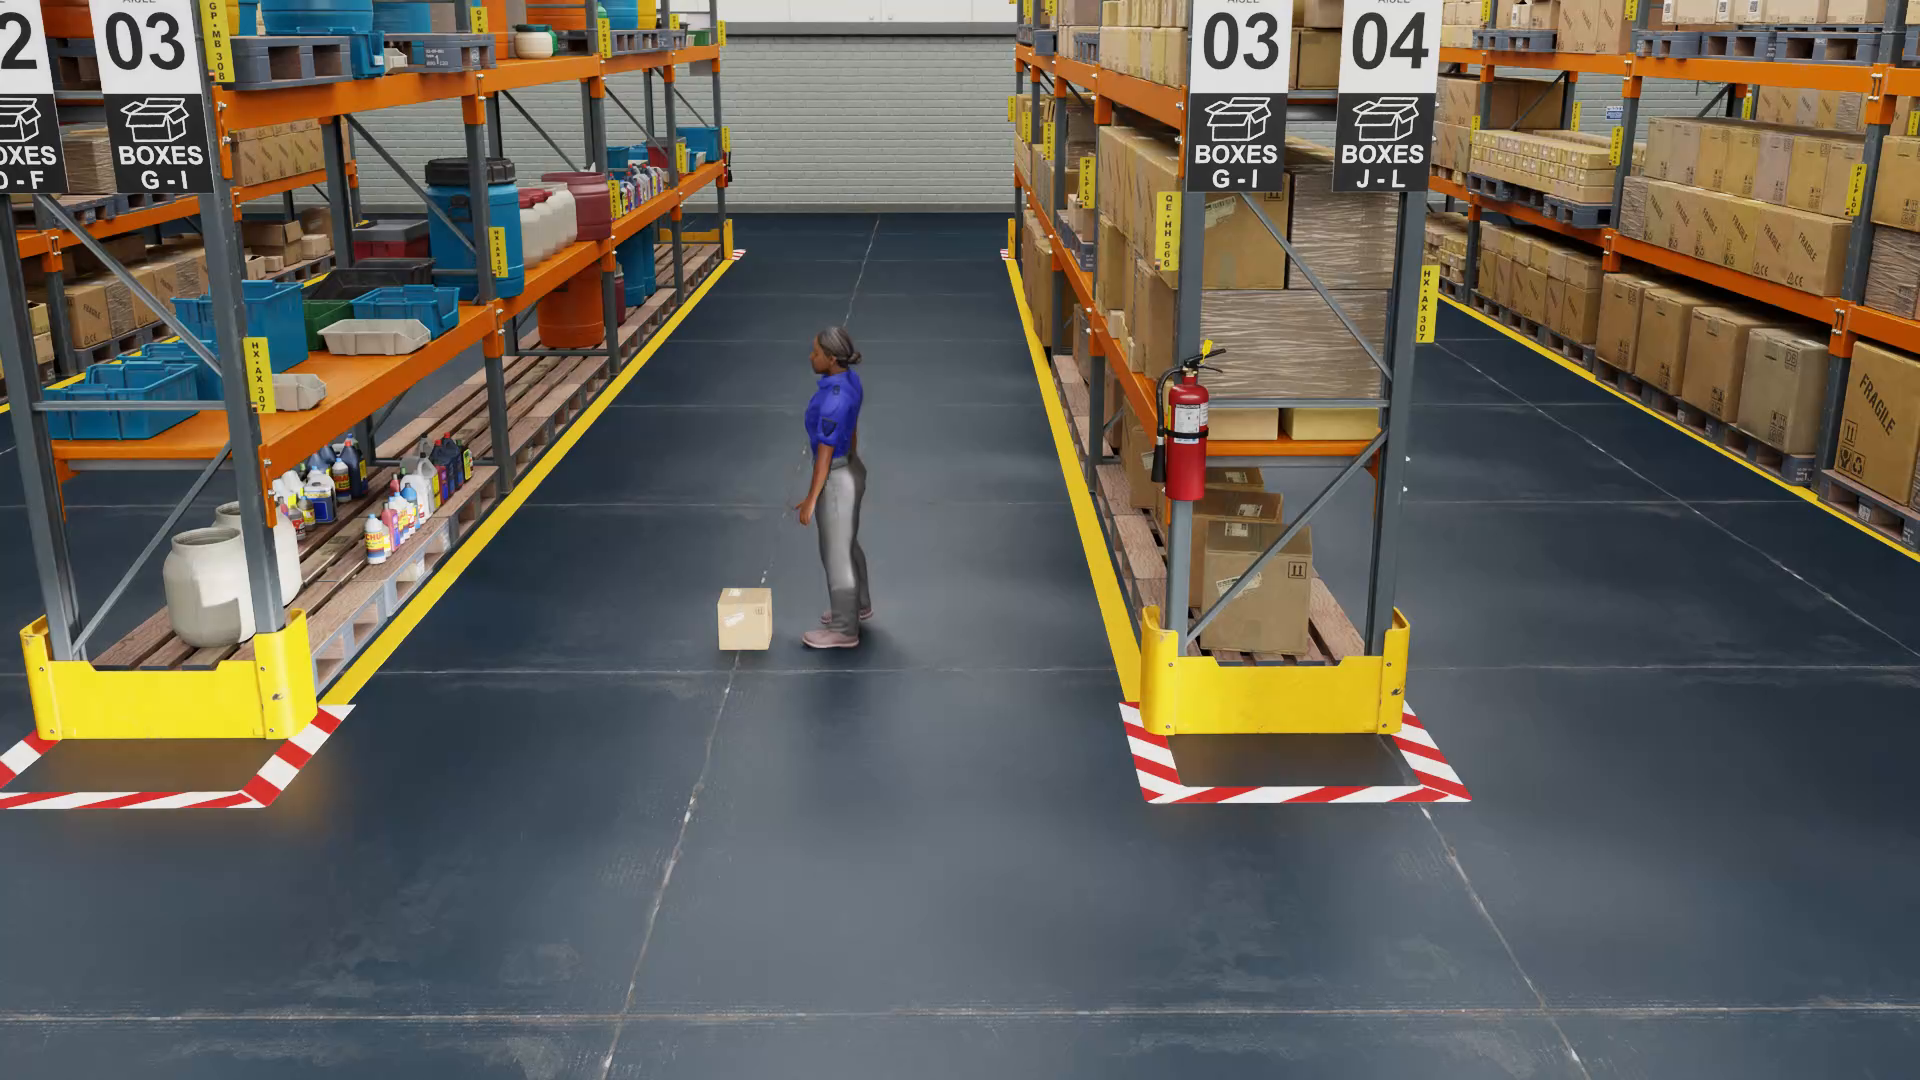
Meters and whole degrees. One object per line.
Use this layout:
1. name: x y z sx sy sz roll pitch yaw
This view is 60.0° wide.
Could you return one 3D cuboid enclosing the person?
1. person: -0.645 -0.278 8.435 0.372 1.663 0.606 0 17 -1
